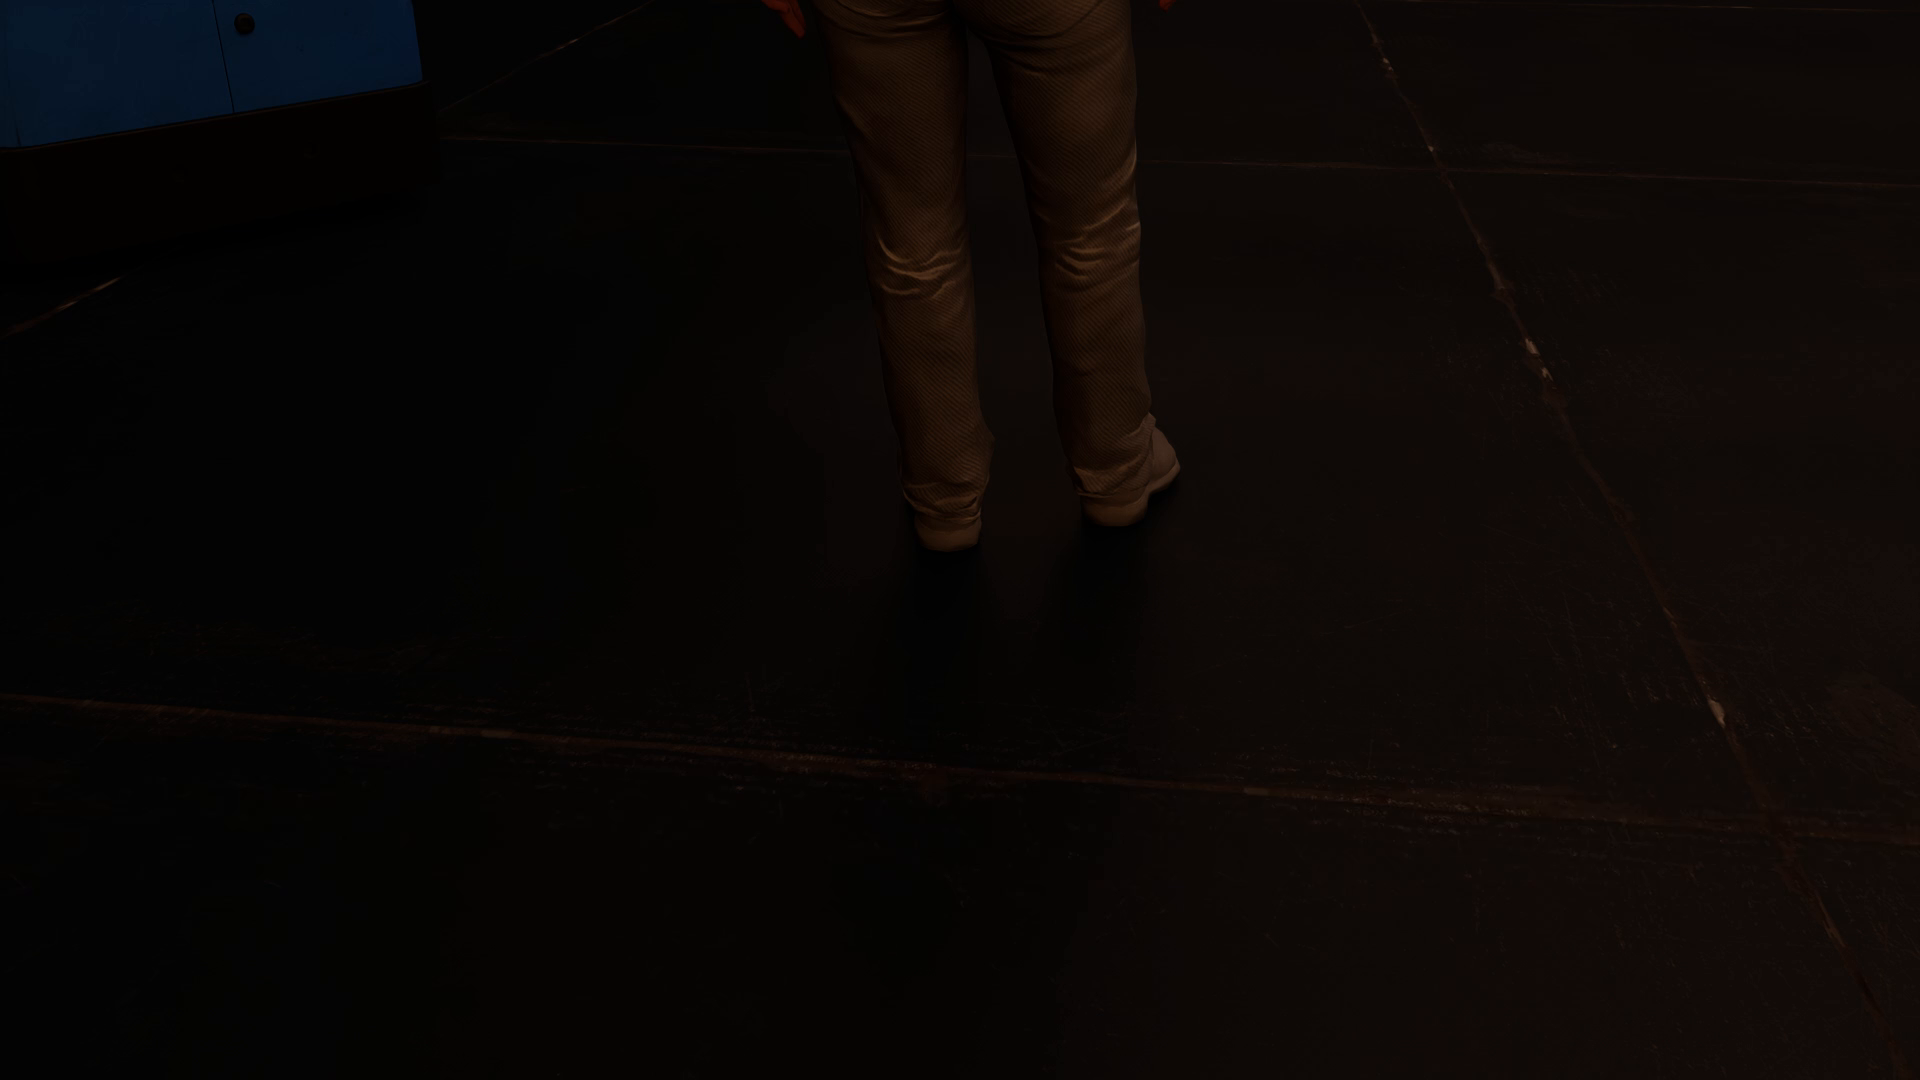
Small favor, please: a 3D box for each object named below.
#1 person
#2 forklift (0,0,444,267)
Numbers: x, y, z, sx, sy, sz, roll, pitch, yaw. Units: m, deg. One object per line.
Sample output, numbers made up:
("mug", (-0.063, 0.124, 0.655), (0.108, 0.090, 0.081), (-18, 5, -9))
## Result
("person", (0.016, -0.828, 2.155), (0.633, 1.774, 0.568), (3, 27, 7))
("forklift", (-2.703, -2.444, 4.115), (3.031, 2.935, 1.130), (23, 35, 38))
